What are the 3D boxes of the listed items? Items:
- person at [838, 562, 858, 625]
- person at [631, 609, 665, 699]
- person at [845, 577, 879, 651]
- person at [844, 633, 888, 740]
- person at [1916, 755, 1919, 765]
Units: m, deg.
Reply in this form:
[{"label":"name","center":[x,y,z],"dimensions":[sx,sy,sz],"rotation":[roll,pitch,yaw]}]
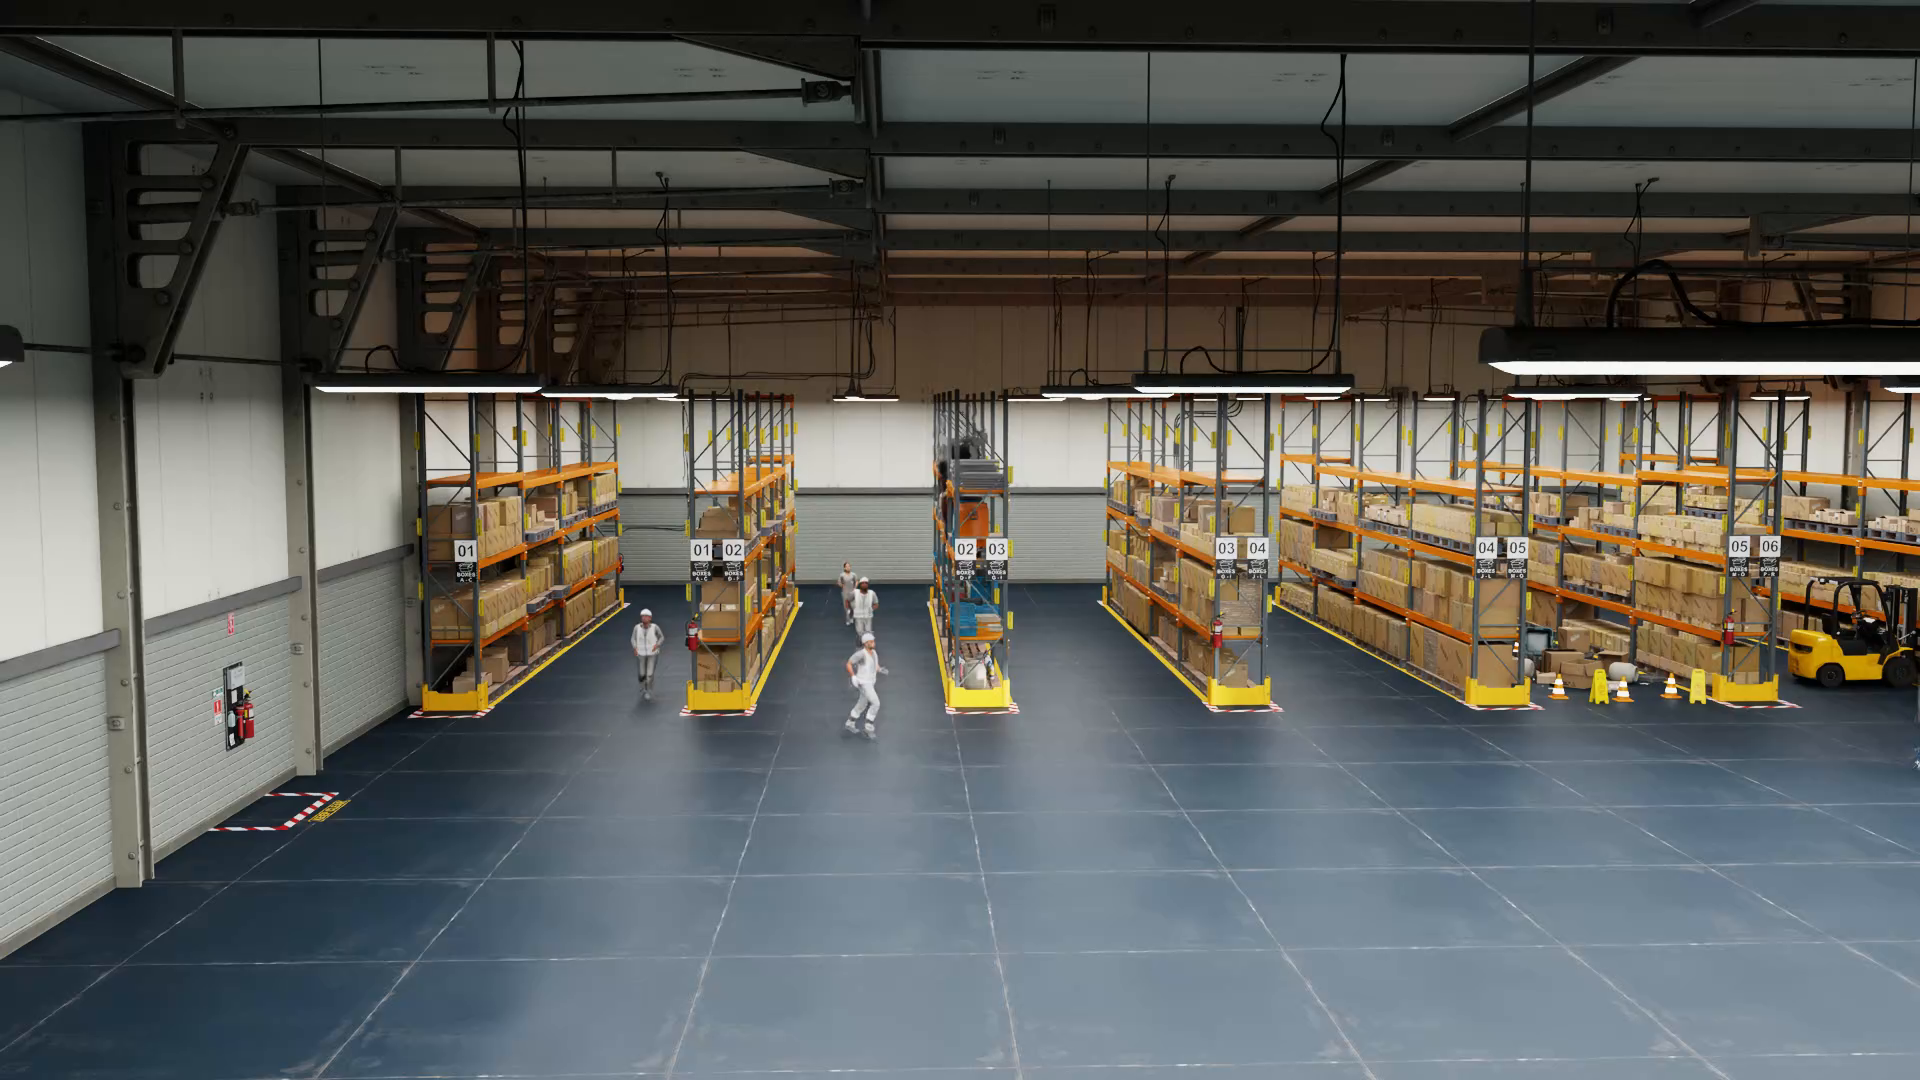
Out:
[{"label":"person","center":[-2.874,1.395,42.958],"dimensions":[0.554,1.627,0.548],"rotation":[-1,5,-10]},{"label":"person","center":[-6.094,2.217,32.462],"dimensions":[0.656,1.746,0.627],"rotation":[0,5,-3]},{"label":"person","center":[-2.062,1.670,35.447],"dimensions":[0.697,1.753,0.596],"rotation":[-1,5,-13]},{"label":"person","center":[-1.623,2.509,28.595],"dimensions":[0.815,1.838,0.641],"rotation":[2,5,23]},{"label":"person","center":[15.251,2.824,25.761],"dimensions":[0.507,1.641,0.702],"rotation":[-4,6,-43]}]
